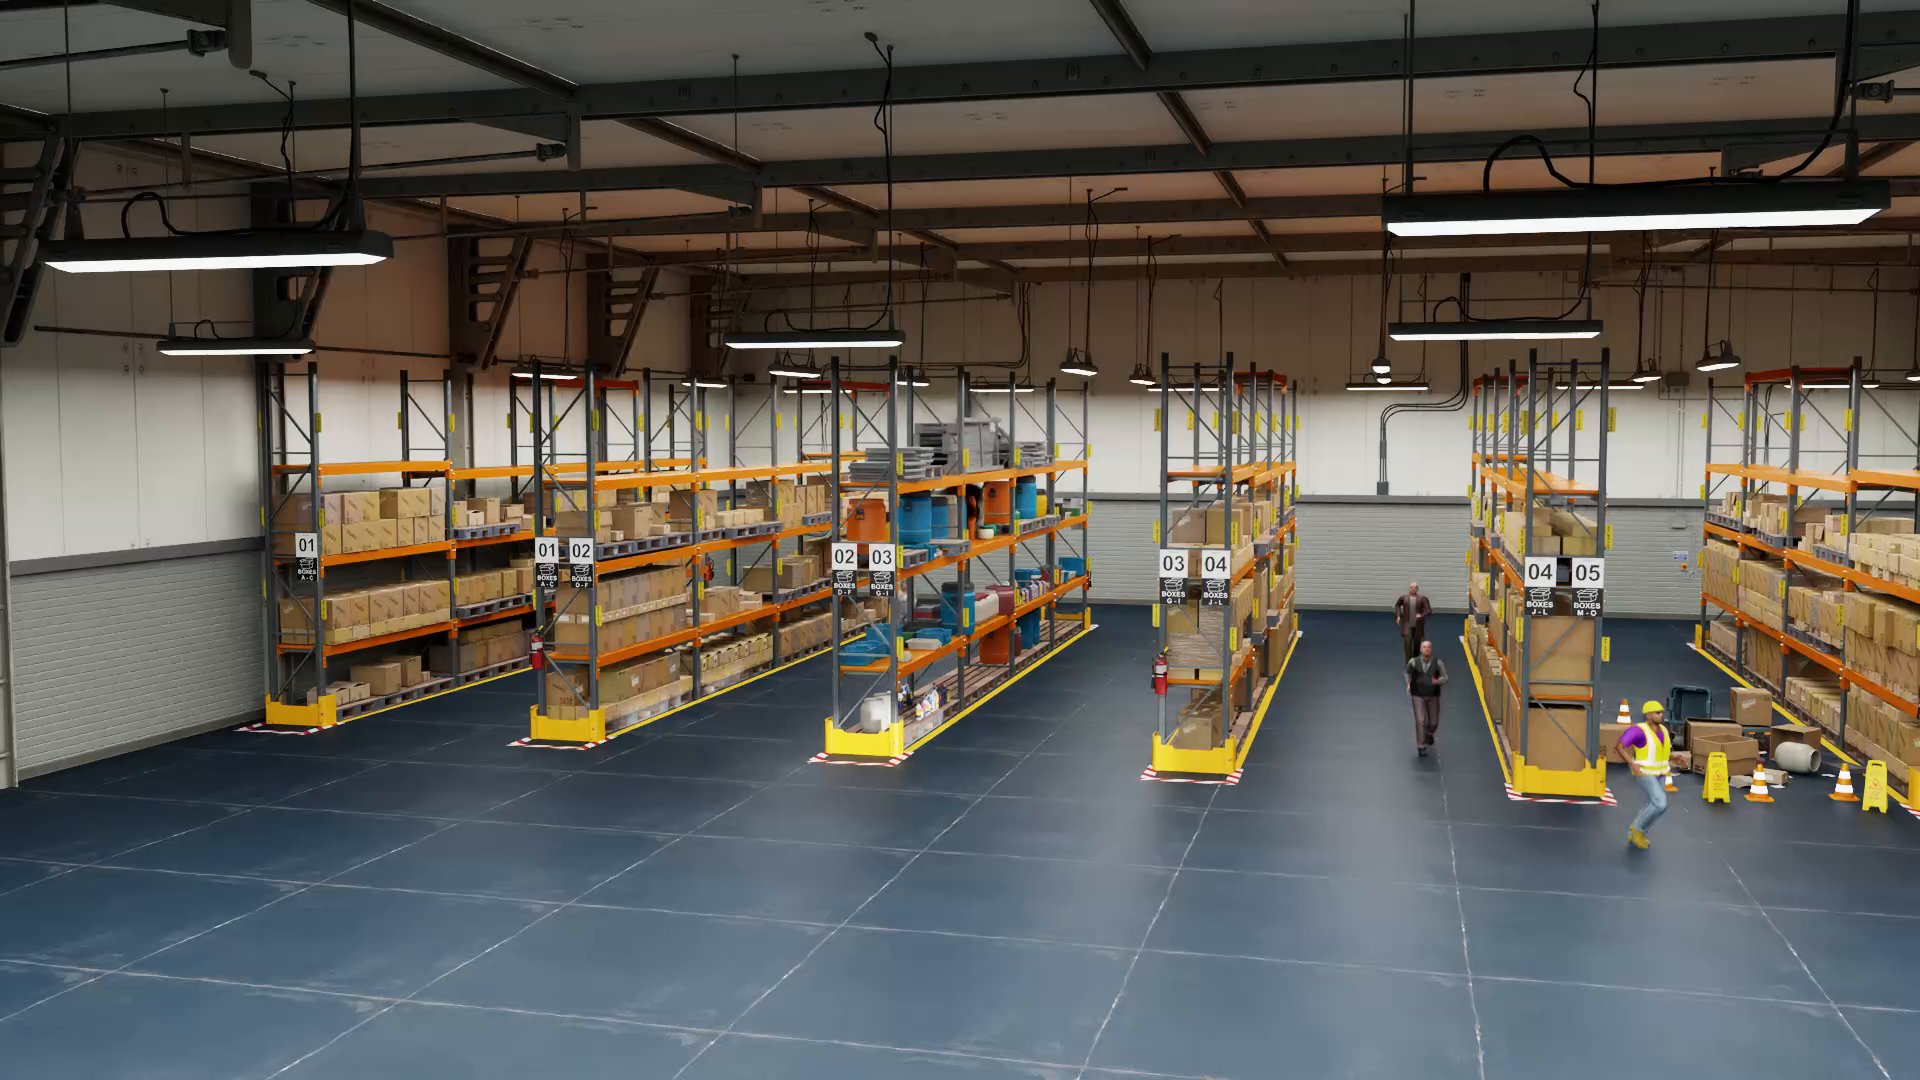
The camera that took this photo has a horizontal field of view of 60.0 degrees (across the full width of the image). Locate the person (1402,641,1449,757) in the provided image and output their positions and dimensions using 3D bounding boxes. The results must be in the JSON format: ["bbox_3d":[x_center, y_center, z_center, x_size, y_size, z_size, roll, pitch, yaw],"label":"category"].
[{"bbox_3d":[7.028,2.378,25.119,0.667,1.699,0.884,1,4,12],"label":"person"}]

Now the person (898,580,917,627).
[{"bbox_3d":[-1.203,1.609,36.340,0.525,1.453,0.887,0,4,-2],"label":"person"}]

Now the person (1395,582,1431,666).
[{"bbox_3d":[9.163,1.729,33.667,0.727,1.760,1.036,1,4,17],"label":"person"}]

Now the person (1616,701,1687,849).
[{"bbox_3d":[8.128,2.756,19.495,0.674,1.744,0.655,-2,5,-30],"label":"person"}]
